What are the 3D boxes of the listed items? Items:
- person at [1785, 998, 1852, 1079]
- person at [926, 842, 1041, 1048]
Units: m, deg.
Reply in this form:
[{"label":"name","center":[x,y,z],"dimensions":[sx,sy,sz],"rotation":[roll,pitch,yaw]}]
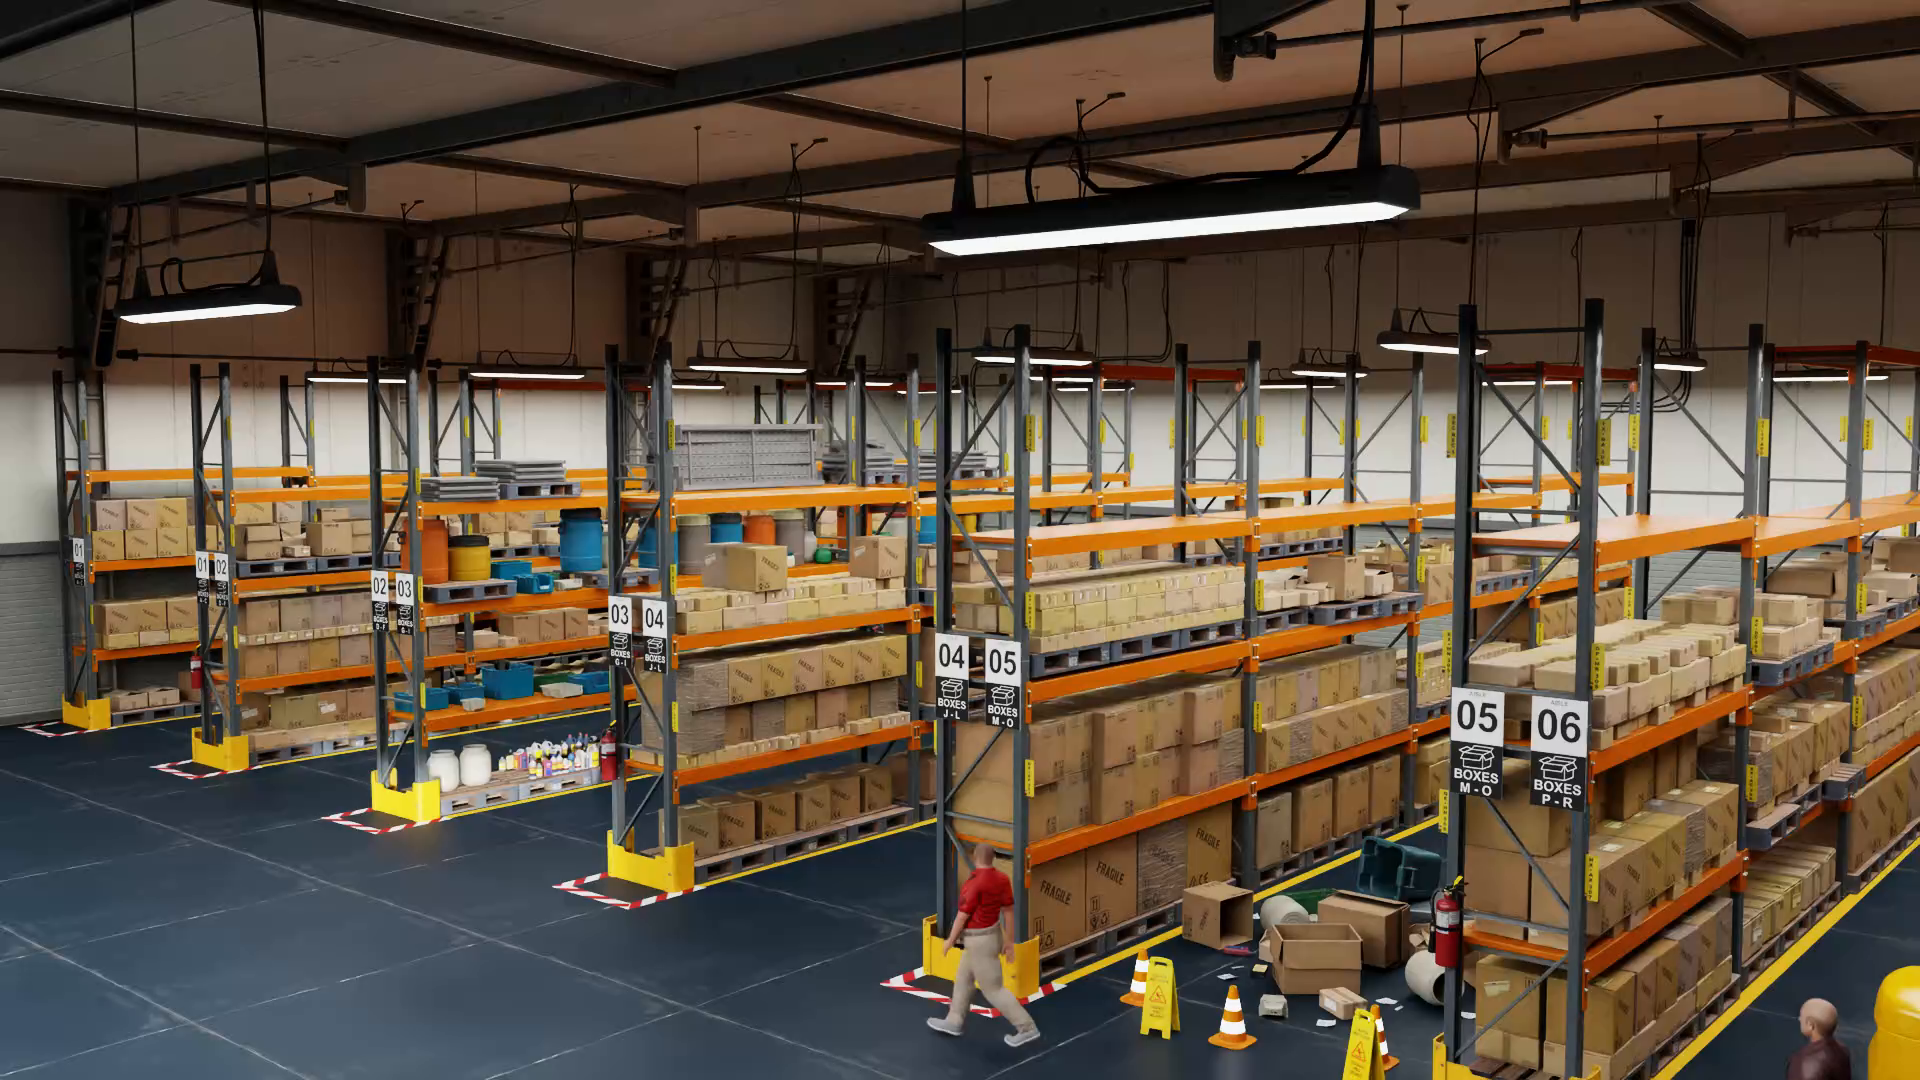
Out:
[{"label":"person","center":[5.073,3.630,9.877],"dimensions":[1.151,1.639,0.533],"rotation":[1,4,18]},{"label":"person","center":[0.176,3.328,13.714],"dimensions":[1.052,1.688,0.471],"rotation":[1,4,16]}]
